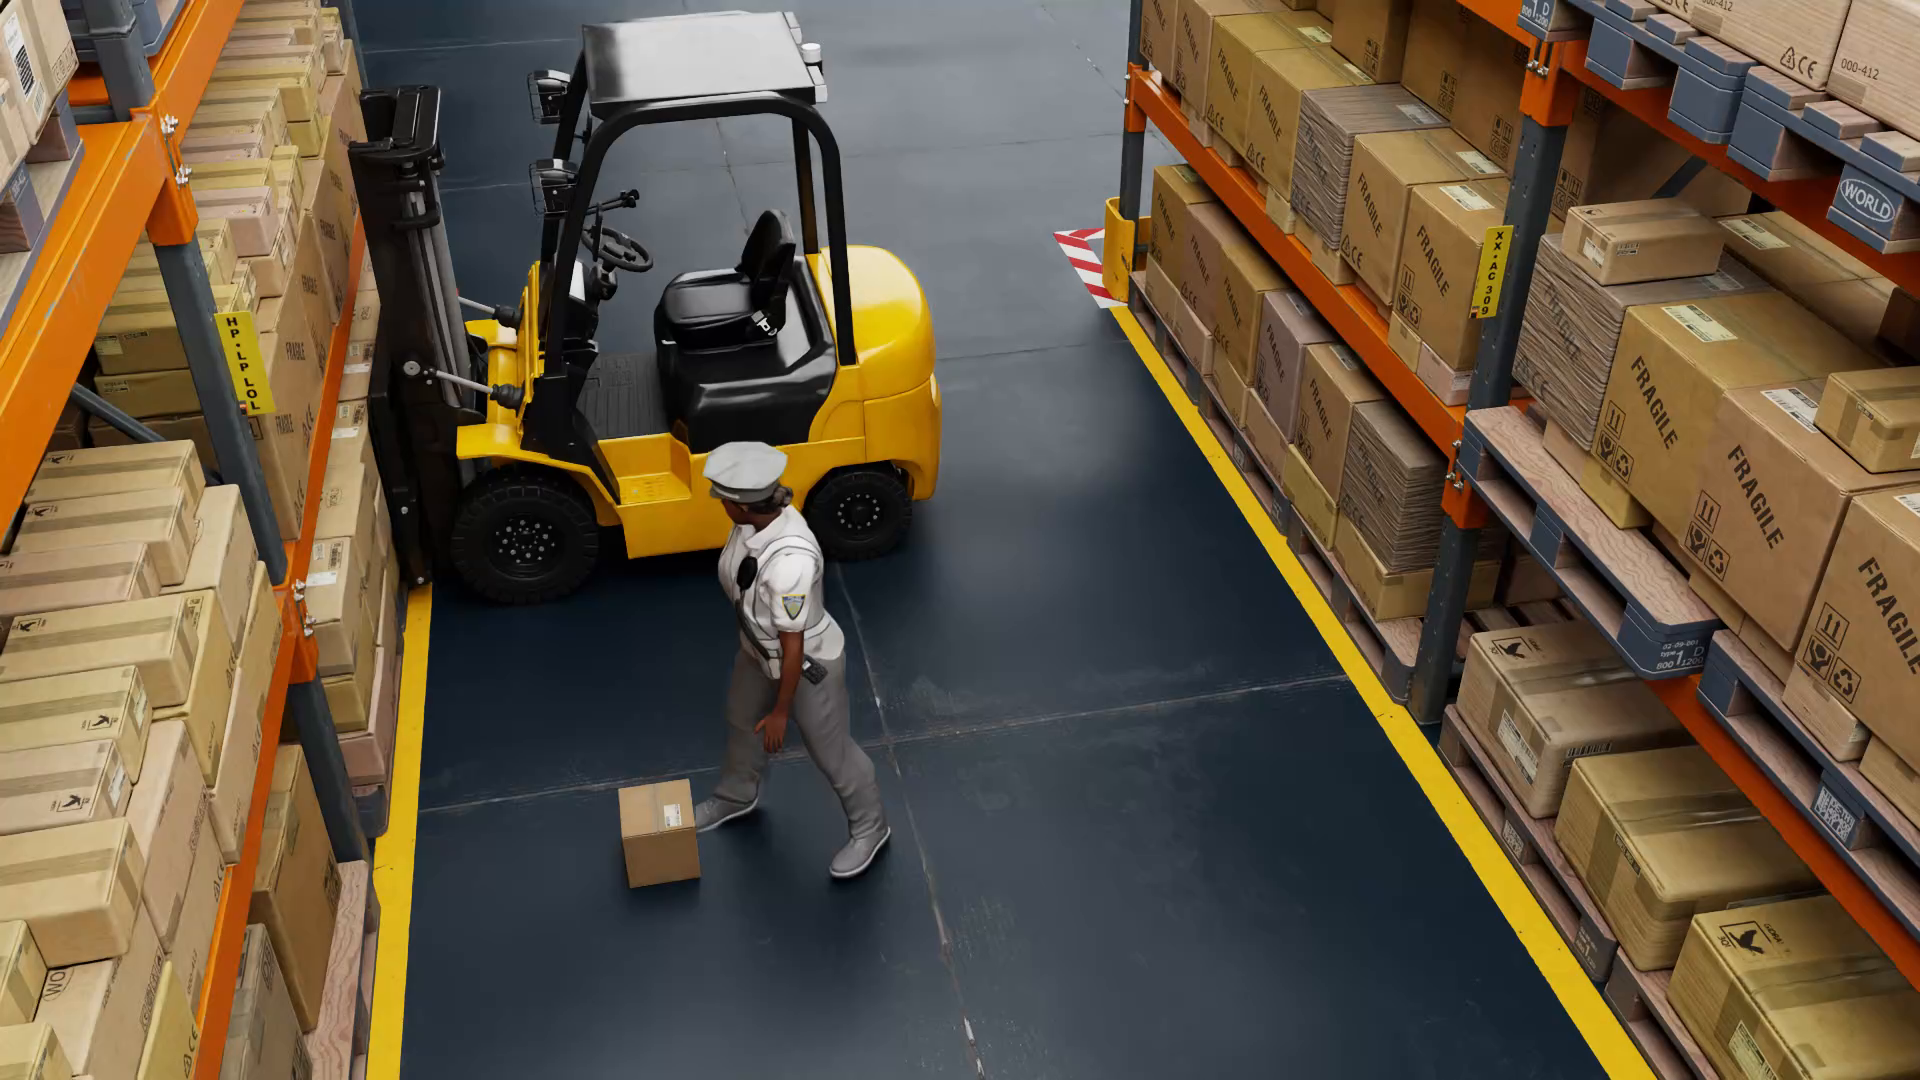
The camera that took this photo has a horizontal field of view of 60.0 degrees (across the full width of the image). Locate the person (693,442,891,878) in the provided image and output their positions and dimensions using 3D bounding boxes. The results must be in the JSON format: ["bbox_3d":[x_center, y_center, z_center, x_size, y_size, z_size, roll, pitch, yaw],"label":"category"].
[{"bbox_3d":[-0.620,0.411,5.562,0.615,1.673,0.629,-19,39,-25],"label":"person"}]
